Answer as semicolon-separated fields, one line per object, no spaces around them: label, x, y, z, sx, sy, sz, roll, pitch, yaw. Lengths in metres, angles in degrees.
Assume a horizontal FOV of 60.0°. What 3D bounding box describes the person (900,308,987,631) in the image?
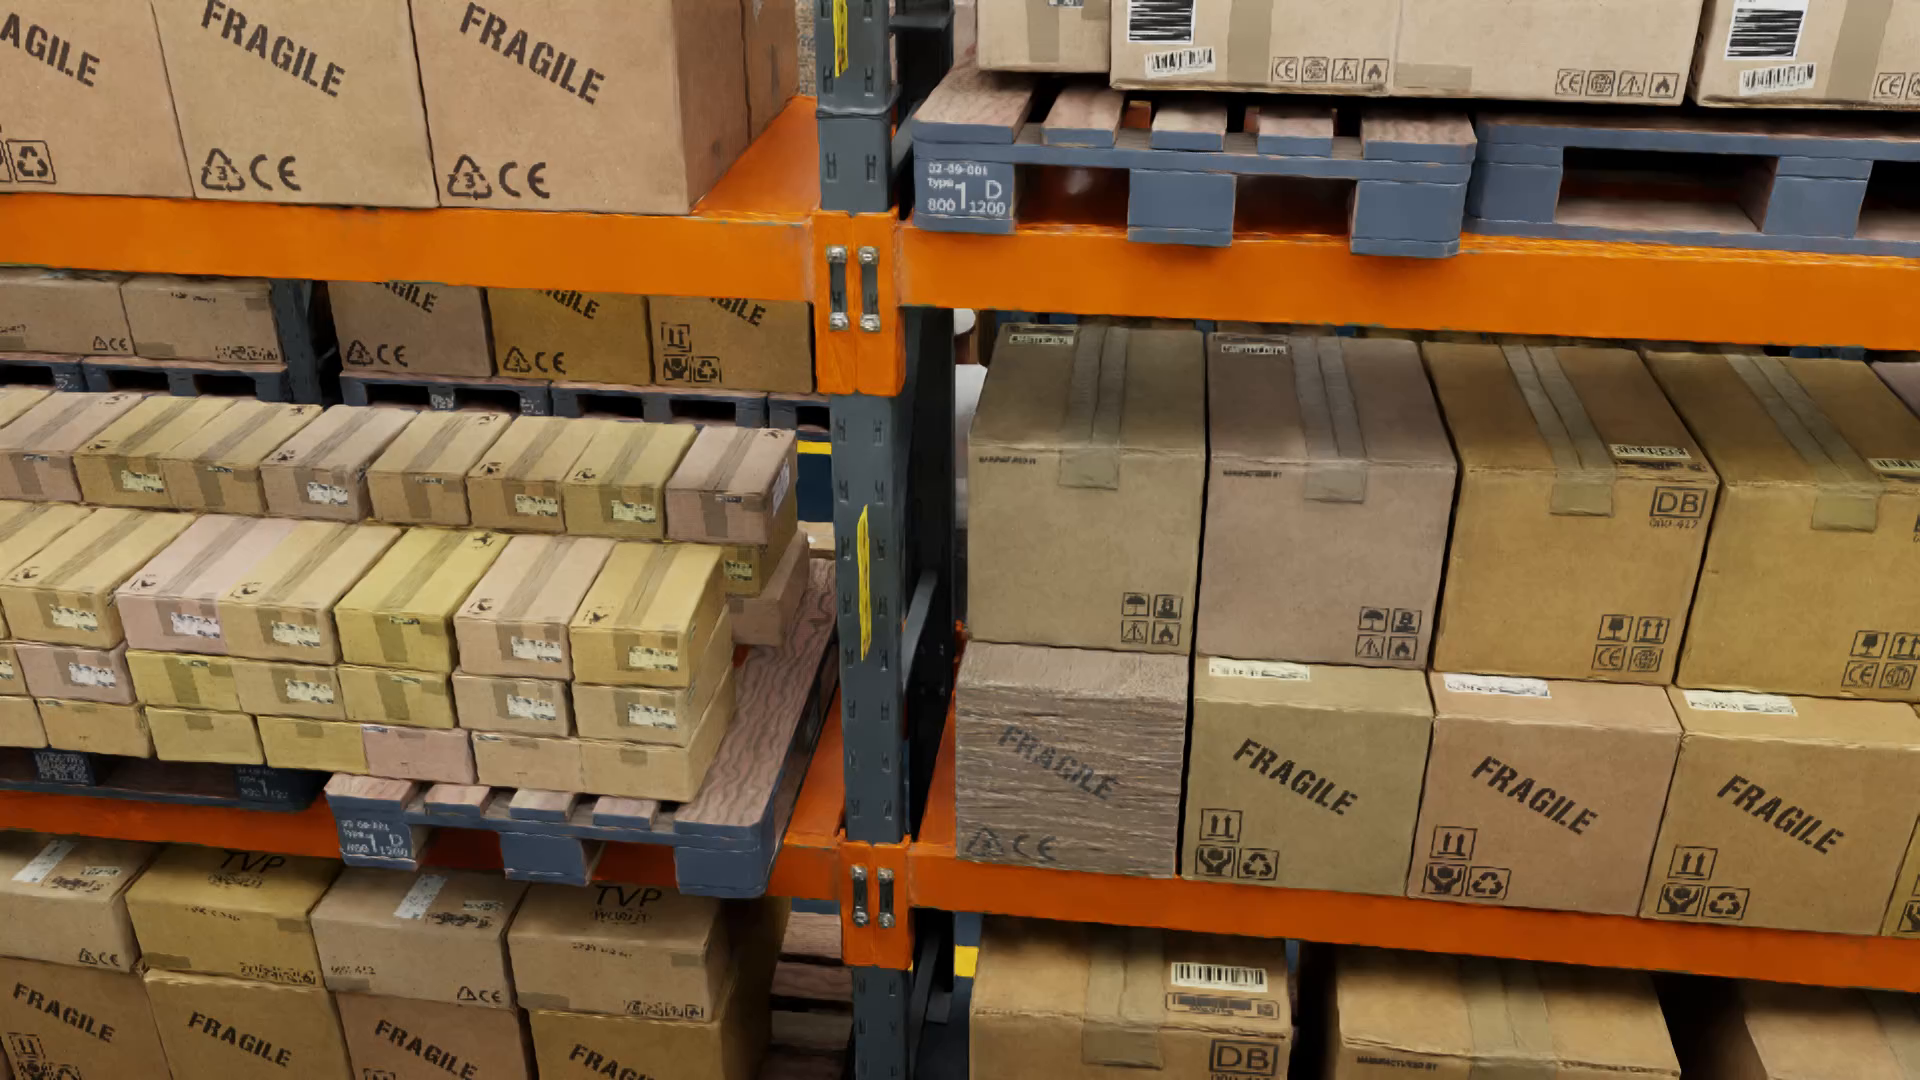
person;-0.054;-0.110;6.254;0.613;1.771;0.388;2;28;4
